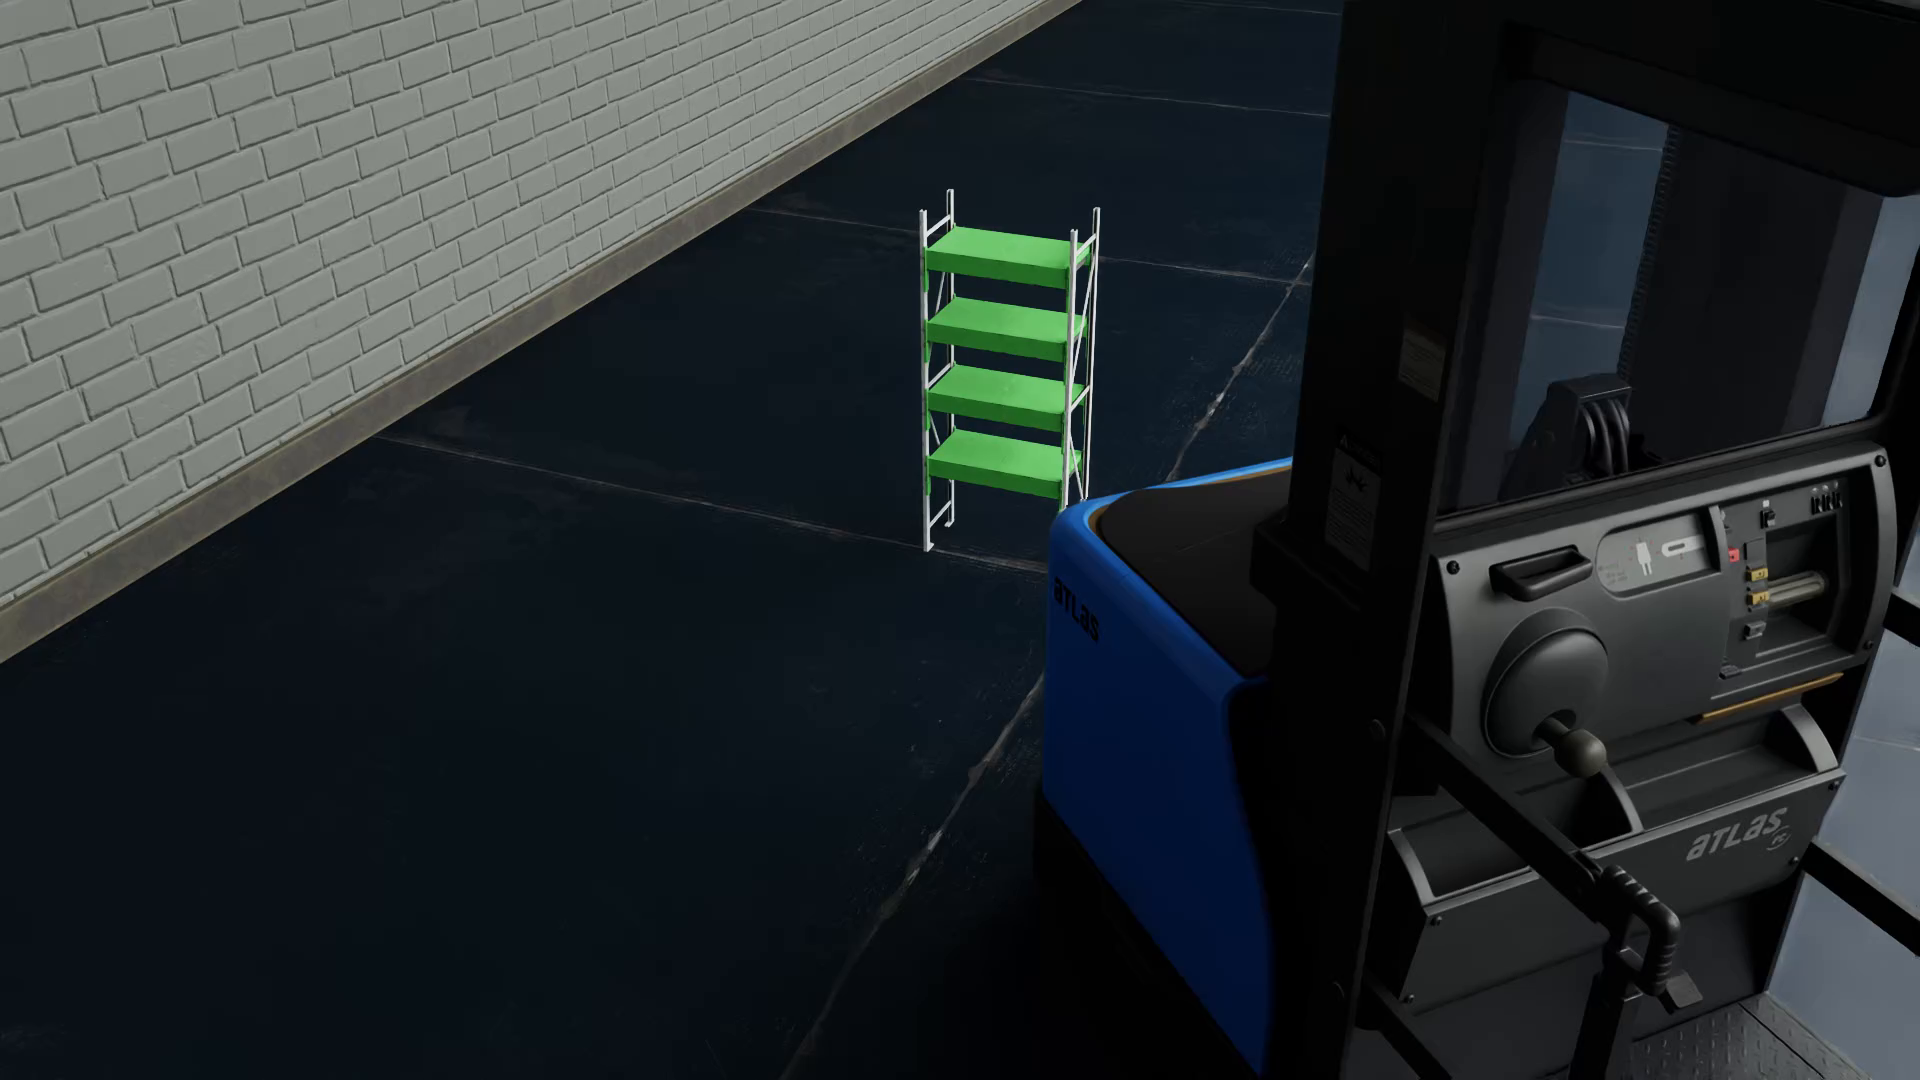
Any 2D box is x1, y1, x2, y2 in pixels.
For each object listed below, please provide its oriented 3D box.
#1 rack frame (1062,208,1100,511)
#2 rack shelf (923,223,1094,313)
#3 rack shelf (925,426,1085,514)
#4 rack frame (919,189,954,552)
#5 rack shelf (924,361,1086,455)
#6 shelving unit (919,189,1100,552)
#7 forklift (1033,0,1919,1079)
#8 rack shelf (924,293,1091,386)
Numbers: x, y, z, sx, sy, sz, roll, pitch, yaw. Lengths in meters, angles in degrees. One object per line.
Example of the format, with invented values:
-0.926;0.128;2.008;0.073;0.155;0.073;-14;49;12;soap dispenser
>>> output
0.379;-0.447;5.321;0.015;1.200;0.240;11;31;19;rack frame
0.153;-0.854;5.196;0.480;0.148;0.258;11;31;19;rack shelf
0.153;-0.227;5.550;0.480;0.148;0.258;11;31;19;rack shelf
-0.073;-0.537;5.480;0.015;1.200;0.240;11;31;19;rack frame
0.153;-0.436;5.432;0.480;0.148;0.258;11;31;19;rack shelf
0.153;-0.492;5.401;0.503;1.200;0.258;11;31;19;shelving unit
1.236;0.153;2.501;1.130;2.935;3.031;-12;32;-20;forklift
0.153;-0.645;5.314;0.480;0.148;0.258;11;31;19;rack shelf
